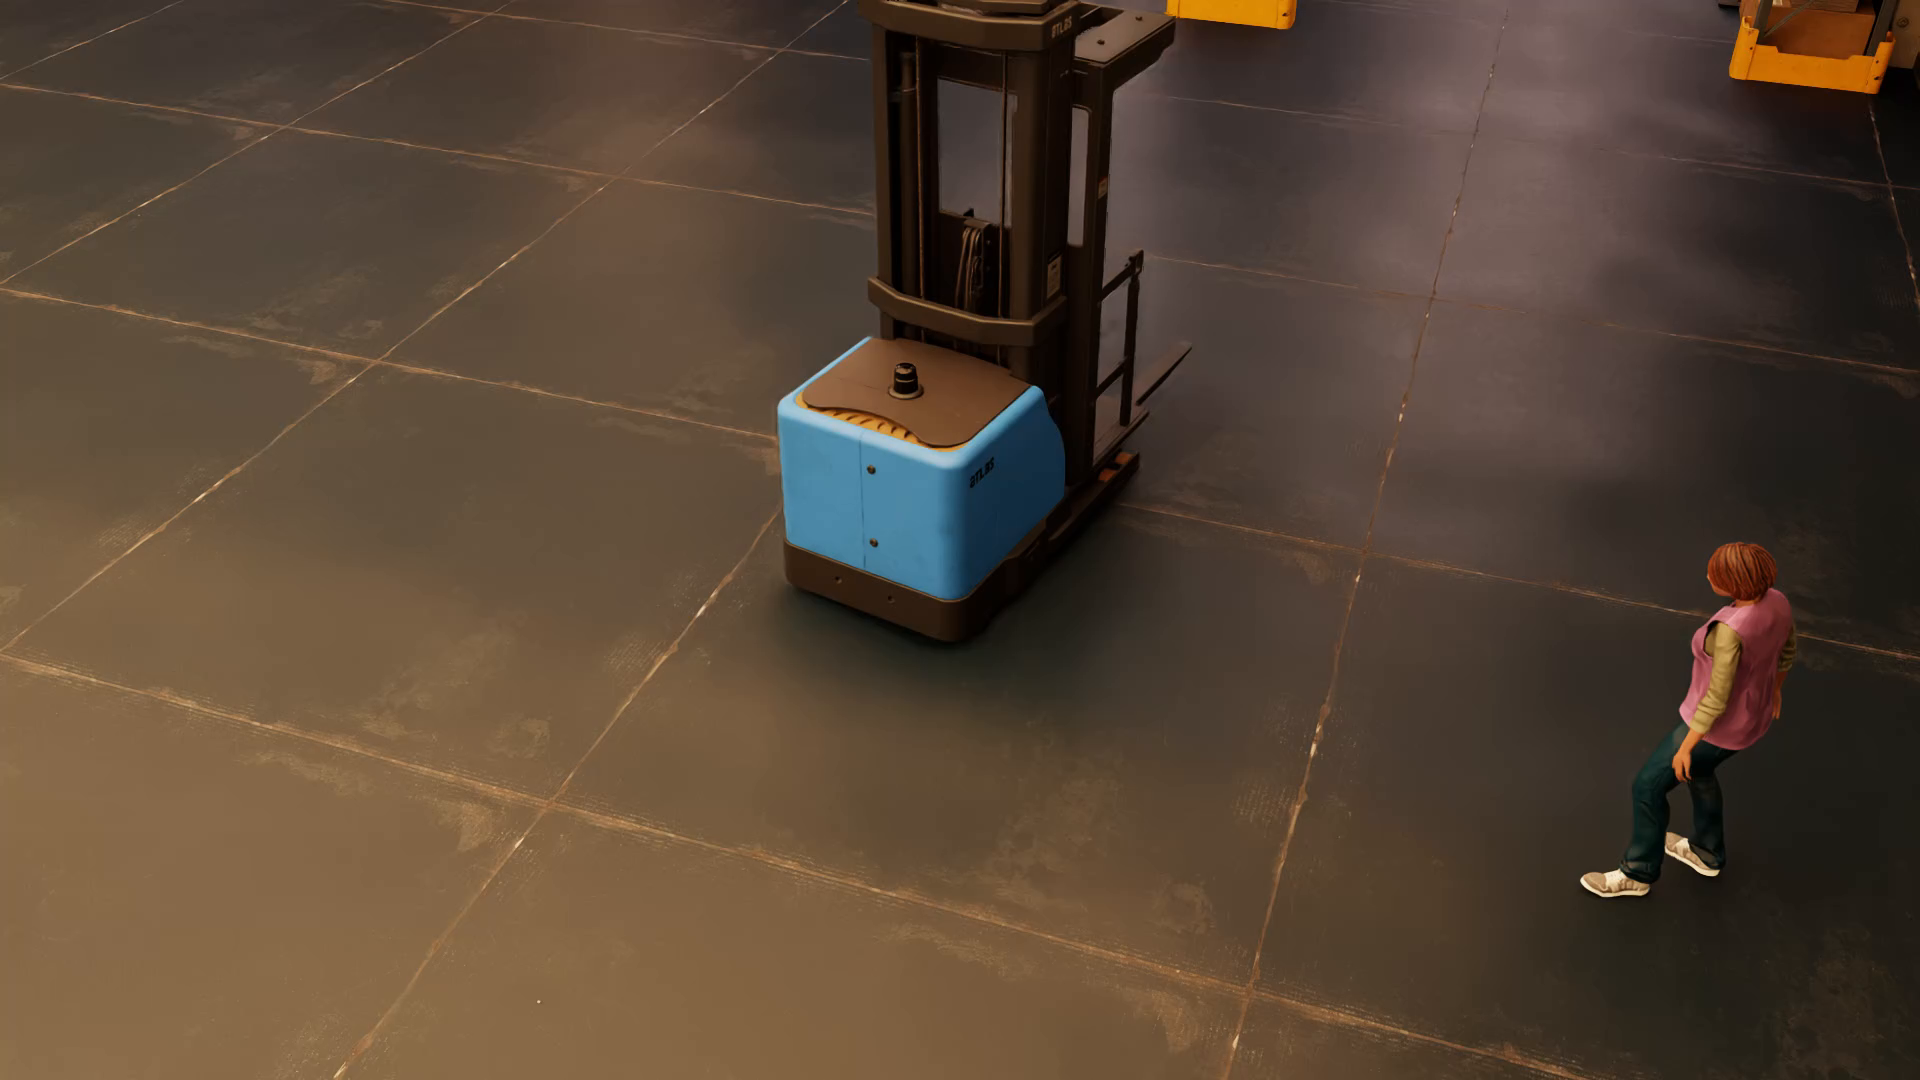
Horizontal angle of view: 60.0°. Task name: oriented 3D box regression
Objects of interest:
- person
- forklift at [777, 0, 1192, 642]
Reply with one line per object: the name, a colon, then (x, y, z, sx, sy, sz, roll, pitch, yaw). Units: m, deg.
person: (2.857, 0.702, 6.323, 0.726, 1.555, 0.379, -26, 43, -31)
forklift: (0.322, -1.539, 8.282, 1.130, 2.935, 3.031, 19, 40, 25)
